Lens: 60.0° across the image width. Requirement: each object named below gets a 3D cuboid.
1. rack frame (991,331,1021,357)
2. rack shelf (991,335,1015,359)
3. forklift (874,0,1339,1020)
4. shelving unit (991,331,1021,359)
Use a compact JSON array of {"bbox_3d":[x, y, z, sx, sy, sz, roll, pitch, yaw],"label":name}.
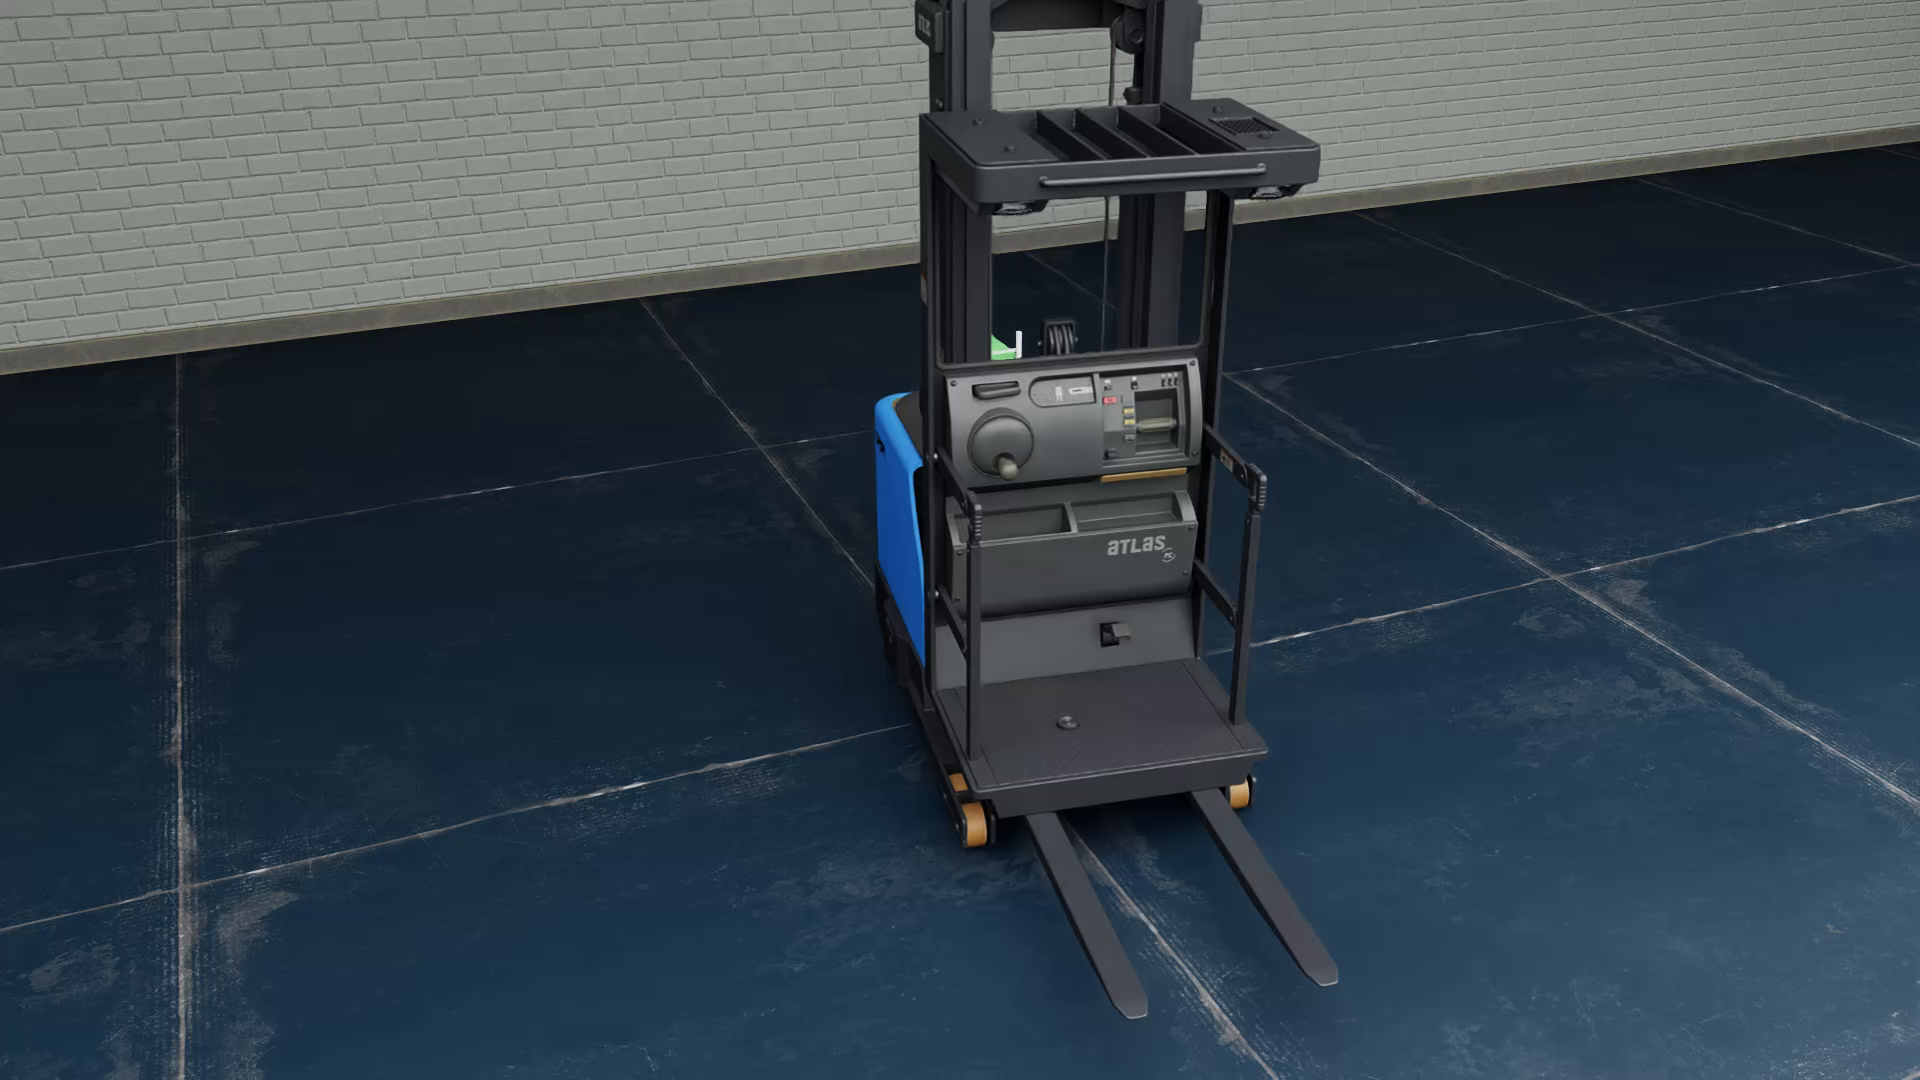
[{"bbox_3d":[0.160,-0.374,7.648,0.240,1.200,0.015,-11,28,-21],"label":"rack frame"},{"bbox_3d":[0.065,-0.846,7.667,0.258,0.148,0.480,-11,28,-21],"label":"rack shelf"},{"bbox_3d":[0.464,-0.393,5.715,1.130,2.935,3.031,-6,27,-12],"label":"forklift"},{"bbox_3d":[0.065,-0.472,7.850,0.258,1.200,0.503,-11,28,-21],"label":"shelving unit"}]
